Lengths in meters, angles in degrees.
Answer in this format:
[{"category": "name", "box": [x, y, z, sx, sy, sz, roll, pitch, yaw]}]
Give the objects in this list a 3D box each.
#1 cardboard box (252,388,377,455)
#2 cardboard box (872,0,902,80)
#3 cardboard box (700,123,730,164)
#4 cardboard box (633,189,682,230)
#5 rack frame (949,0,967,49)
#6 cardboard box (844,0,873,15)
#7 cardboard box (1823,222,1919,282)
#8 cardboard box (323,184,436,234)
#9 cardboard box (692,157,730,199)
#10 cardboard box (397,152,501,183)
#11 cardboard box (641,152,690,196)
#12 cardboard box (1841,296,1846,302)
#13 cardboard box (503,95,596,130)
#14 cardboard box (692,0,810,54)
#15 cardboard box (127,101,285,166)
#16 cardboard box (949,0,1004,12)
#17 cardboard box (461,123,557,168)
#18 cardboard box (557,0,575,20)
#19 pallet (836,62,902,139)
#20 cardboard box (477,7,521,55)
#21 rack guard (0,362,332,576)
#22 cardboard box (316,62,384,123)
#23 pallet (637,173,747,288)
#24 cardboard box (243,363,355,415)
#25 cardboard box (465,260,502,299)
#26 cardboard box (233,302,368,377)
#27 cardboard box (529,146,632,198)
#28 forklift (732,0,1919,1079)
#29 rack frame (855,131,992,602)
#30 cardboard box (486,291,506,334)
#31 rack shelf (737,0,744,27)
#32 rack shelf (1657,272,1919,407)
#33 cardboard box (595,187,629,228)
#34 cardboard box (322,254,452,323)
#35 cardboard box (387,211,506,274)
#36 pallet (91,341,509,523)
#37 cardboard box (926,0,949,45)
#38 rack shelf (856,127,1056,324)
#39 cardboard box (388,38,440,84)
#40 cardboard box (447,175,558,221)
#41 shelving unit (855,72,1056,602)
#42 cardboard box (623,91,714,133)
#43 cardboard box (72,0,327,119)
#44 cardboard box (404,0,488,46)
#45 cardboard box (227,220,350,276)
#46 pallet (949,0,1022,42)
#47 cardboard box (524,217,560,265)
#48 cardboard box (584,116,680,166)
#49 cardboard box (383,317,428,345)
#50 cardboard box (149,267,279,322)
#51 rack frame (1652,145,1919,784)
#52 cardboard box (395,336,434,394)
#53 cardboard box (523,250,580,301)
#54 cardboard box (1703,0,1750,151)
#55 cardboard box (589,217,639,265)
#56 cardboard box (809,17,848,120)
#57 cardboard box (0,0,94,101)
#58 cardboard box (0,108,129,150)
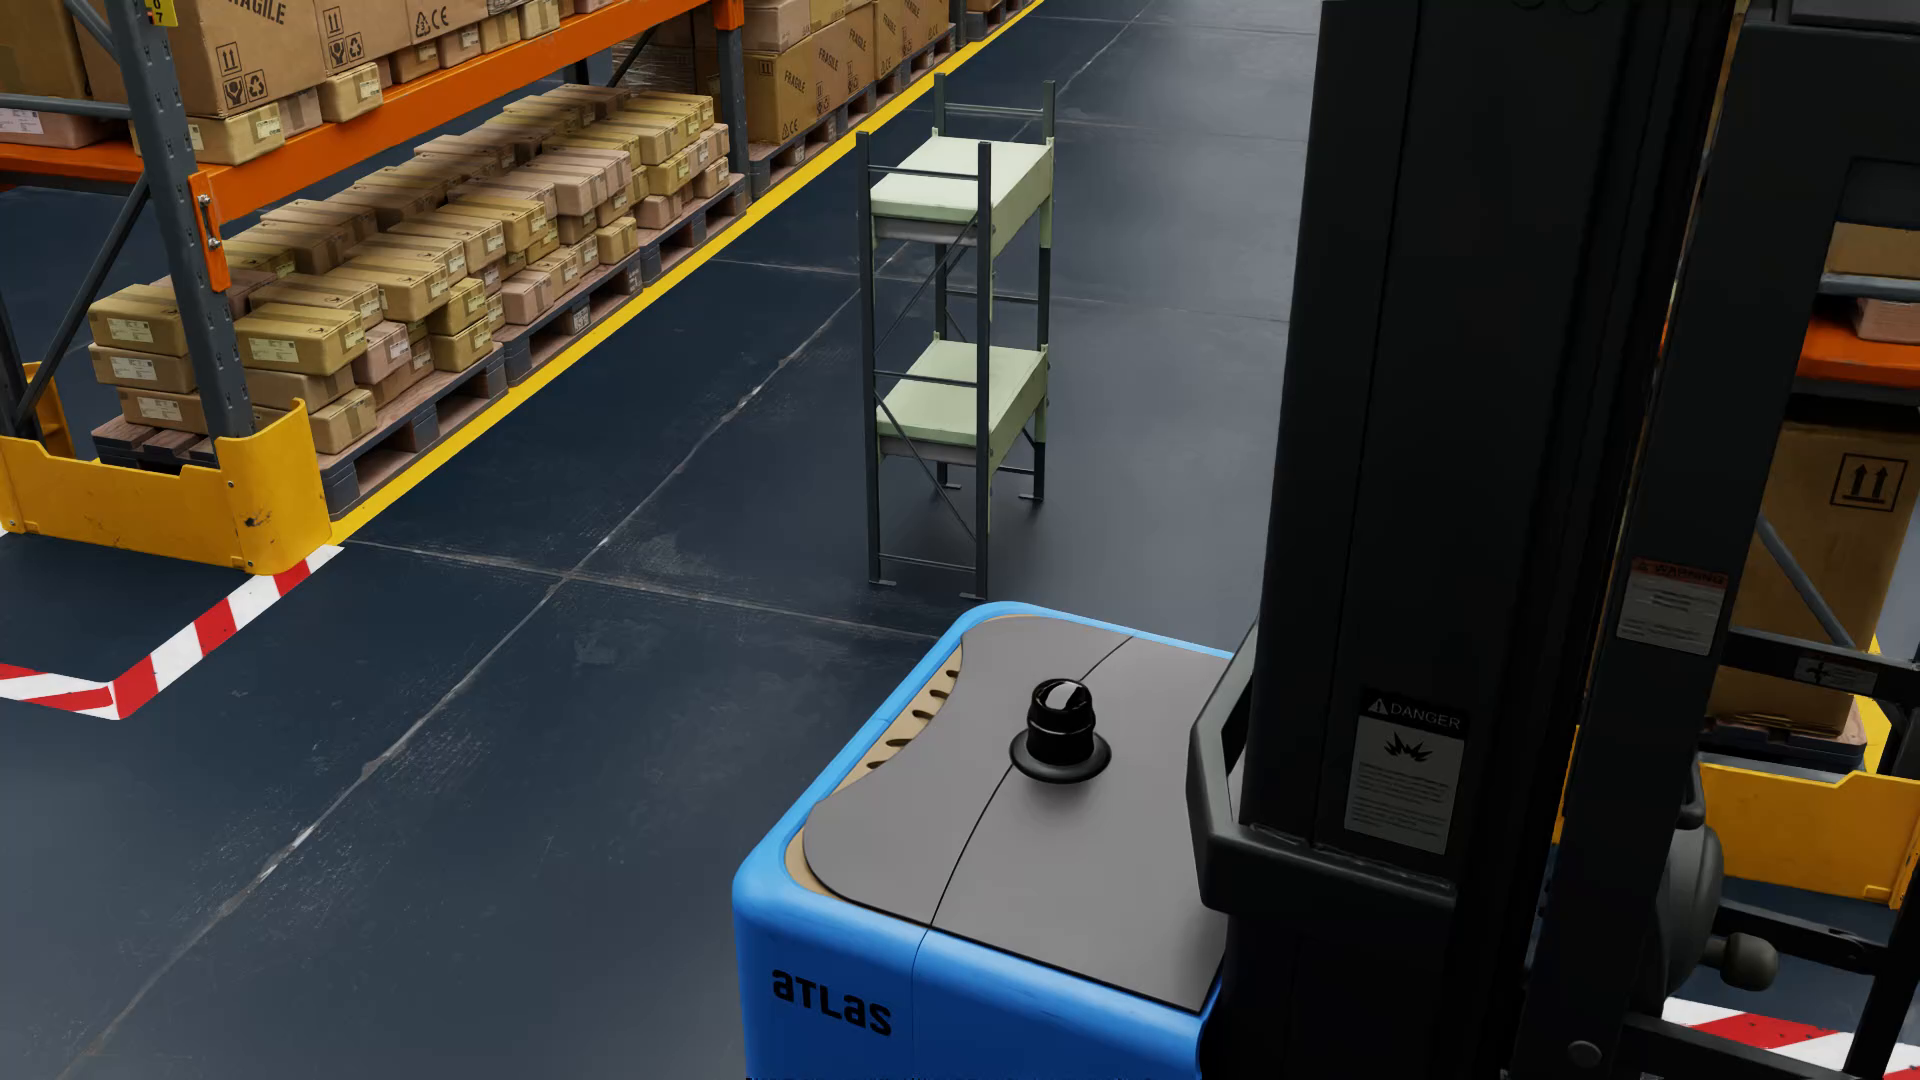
[{"category": "cardboard box", "box": [-2.336, -0.446, 5.968, 0.380, 0.149, 0.250, 9, 30, 16]}, {"category": "cardboard box", "box": [-0.686, -3.288, 10.714, 0.500, 0.500, 0.500, 7, 30, 13]}, {"category": "cardboard box", "box": [-1.410, -2.046, 8.537, 0.380, 0.149, 0.250, 9, 30, 16]}, {"category": "cardboard box", "box": [-1.583, -1.636, 8.106, 0.380, 0.149, 0.250, 7, 30, 13]}, {"category": "rack frame", "box": [-0.447, -5.029, 11.704, 1.000, 3.000, 0.127, 8, 30, 15]}, {"category": "cardboard box", "box": [-0.844, -3.379, 10.106, 0.500, 0.250, 0.500, 10, 31, 17]}, {"category": "cardboard box", "box": [2.315, -0.805, 3.960, 0.500, 0.250, 0.500, 8, 30, 14]}, {"category": "cardboard box", "box": [-2.454, -1.389, 7.049, 0.380, 0.149, 0.250, 7, 30, 13]}, {"category": "cardboard box", "box": [-1.411, -1.877, 8.539, 0.380, 0.149, 0.250, 9, 30, 16]}, {"category": "cardboard box", "box": [-2.294, -1.623, 7.471, 0.380, 0.149, 0.250, 7, 30, 13]}, {"category": "cardboard box", "box": [-1.539, -1.791, 8.079, 0.380, 0.149, 0.250, 7, 30, 13]}, {"category": "cardboard box", "box": [2.410, -0.684, 4.152, 0.380, 0.149, 0.250, 8, 30, 14]}, {"category": "cardboard box", "box": [-2.058, -2.117, 8.359, 0.380, 0.149, 0.250, 10, 31, 17]}, {"category": "cardboard box", "box": [-1.152, -2.894, 9.235, 0.500, 0.250, 0.500, 7, 30, 13]}, {"category": "cardboard box", "box": [-2.387, -1.305, 5.269, 0.380, 0.149, 0.250, 8, 30, 14]}, {"category": "cardboard box", "box": [-0.183, -4.499, 12.635, 1.050, 0.750, 0.750, 8, 30, 14]}, {"category": "cardboard box", "box": [-2.140, -1.868, 7.912, 0.380, 0.149, 0.250, 8, 30, 14]}, {"category": "cardboard box", "box": [-1.865, -2.286, 7.031, 0.380, 0.149, 0.250, 8, 30, 14]}, {"category": "pallet", "box": [-1.038, -2.882, 10.714, 1.003, 0.211, 1.213, 8, 30, 15]}, {"category": "cardboard box", "box": [-1.978, -2.037, 6.585, 0.380, 0.149, 0.250, 10, 30, 17]}, {"category": "rack guard", "box": [-2.773, -0.254, 5.692, 1.175, 0.500, 0.348, 8, 30, 15]}, {"category": "cardboard box", "box": [-2.222, -1.547, 5.703, 0.380, 0.149, 0.250, 8, 30, 13]}, {"category": "pallet", "box": [-1.785, -1.634, 8.470, 1.003, 0.211, 1.213, 8, 30, 15]}, {"category": "cardboard box", "box": [-2.396, -0.586, 5.912, 0.380, 0.149, 0.250, 10, 31, 17]}, {"category": "cardboard box", "box": [-2.109, -1.072, 6.786, 0.380, 0.149, 0.250, 7, 30, 12]}, {"category": "cardboard box", "box": [-2.317, -0.704, 5.818, 0.380, 0.149, 0.250, 7, 30, 13]}, {"category": "cardboard box", "box": [-1.722, -1.675, 7.565, 0.380, 0.149, 0.250, 7, 30, 12]}, {"category": "forklift", "box": [1.181, 0.277, 2.237, 3.031, 2.935, 1.130, 13, 32, 22]}, {"category": "rack frame", "box": [-0.105, -0.488, 5.085, 0.400, 1.500, 0.023, 8, 30, 15]}, {"category": "cardboard box", "box": [-2.107, -0.931, 6.839, 0.380, 0.149, 0.250, 9, 30, 15]}, {"category": "rack shelf", "box": [-1.034, -3.785, 10.208, 1.077, 0.370, 4.000, 8, 30, 15]}, {"category": "rack shelf", "box": [2.503, -1.171, 5.510, 1.077, 0.370, 4.000, 8, 30, 15]}, {"category": "cardboard box", "box": [-1.763, -1.567, 7.677, 0.380, 0.149, 0.250, 9, 30, 16]}, {"category": "cardboard box", "box": [-2.155, -0.948, 6.257, 0.380, 0.149, 0.250, 8, 30, 15]}, {"category": "cardboard box", "box": [-2.071, -1.202, 6.714, 0.380, 0.149, 0.250, 10, 31, 17]}, {"category": "pallet", "box": [-2.501, -0.500, 6.432, 1.003, 0.211, 1.213, 8, 30, 15]}, {"category": "cardboard box", "box": [-0.391, -3.777, 11.593, 0.500, 0.500, 0.500, 8, 30, 15]}, {"category": "rack shelf", "box": [0.002, -1.000, 5.201, 0.431, 0.370, 0.720, 8, 30, 15]}, {"category": "cardboard box", "box": [-2.174, -1.809, 6.175, 0.380, 0.149, 0.250, 8, 30, 14]}, {"category": "cardboard box", "box": [-1.967, -1.449, 7.157, 0.380, 0.149, 0.250, 9, 30, 15]}, {"category": "shelving unit", "box": [0.002, -0.659, 5.391, 0.431, 1.500, 0.755, 8, 30, 15]}, {"category": "cardboard box", "box": [-1.477, -2.165, 8.445, 0.380, 0.149, 0.250, 9, 30, 16]}, {"category": "cardboard box", "box": [-2.400, -1.654, 5.229, 0.500, 0.500, 0.500, 10, 31, 17]}, {"category": "cardboard box", "box": [-2.111, -2.132, 6.088, 0.500, 0.500, 0.500, 9, 30, 16]}, {"category": "cardboard box", "box": [-2.663, -1.149, 6.619, 0.380, 0.149, 0.250, 7, 30, 13]}, {"category": "pallet", "box": [-0.144, -4.166, 13.021, 1.003, 0.211, 1.213, 8, 30, 15]}, {"category": "cardboard box", "box": [-1.980, -1.328, 7.246, 0.380, 0.149, 0.250, 10, 31, 17]}, {"category": "cardboard box", "box": [-1.580, -1.924, 8.012, 0.380, 0.149, 0.250, 8, 30, 14]}, {"category": "cardboard box", "box": [-2.275, -0.831, 6.353, 0.380, 0.149, 0.250, 9, 30, 16]}, {"category": "cardboard box", "box": [-2.754, -0.899, 6.170, 0.380, 0.149, 0.250, 9, 30, 16]}, {"category": "rack frame", "box": [1.916, -0.556, 3.664, 1.000, 3.000, 0.127, 8, 30, 15]}, {"category": "cardboard box", "box": [-2.271, -0.696, 6.417, 0.380, 0.149, 0.250, 9, 30, 15]}, {"category": "cardboard box", "box": [-1.895, -1.167, 7.263, 0.380, 0.149, 0.250, 9, 30, 15]}, {"category": "cardboard box", "box": [1.808, -1.212, 3.921, 0.500, 0.500, 0.500, 9, 30, 15]}, {"category": "cardboard box", "box": [-1.715, -1.396, 7.674, 0.380, 0.149, 0.250, 8, 30, 15]}, {"category": "cardboard box", "box": [-0.997, -2.813, 9.860, 0.500, 0.500, 0.500, 10, 31, 17]}, {"category": "cardboard box", "box": [-2.910, -1.730, 5.366, 0.500, 0.500, 0.500, 9, 30, 16]}, {"category": "cardboard box", "box": [-2.970, -1.393, 5.427, 0.380, 0.149, 0.250, 9, 30, 15]}]
